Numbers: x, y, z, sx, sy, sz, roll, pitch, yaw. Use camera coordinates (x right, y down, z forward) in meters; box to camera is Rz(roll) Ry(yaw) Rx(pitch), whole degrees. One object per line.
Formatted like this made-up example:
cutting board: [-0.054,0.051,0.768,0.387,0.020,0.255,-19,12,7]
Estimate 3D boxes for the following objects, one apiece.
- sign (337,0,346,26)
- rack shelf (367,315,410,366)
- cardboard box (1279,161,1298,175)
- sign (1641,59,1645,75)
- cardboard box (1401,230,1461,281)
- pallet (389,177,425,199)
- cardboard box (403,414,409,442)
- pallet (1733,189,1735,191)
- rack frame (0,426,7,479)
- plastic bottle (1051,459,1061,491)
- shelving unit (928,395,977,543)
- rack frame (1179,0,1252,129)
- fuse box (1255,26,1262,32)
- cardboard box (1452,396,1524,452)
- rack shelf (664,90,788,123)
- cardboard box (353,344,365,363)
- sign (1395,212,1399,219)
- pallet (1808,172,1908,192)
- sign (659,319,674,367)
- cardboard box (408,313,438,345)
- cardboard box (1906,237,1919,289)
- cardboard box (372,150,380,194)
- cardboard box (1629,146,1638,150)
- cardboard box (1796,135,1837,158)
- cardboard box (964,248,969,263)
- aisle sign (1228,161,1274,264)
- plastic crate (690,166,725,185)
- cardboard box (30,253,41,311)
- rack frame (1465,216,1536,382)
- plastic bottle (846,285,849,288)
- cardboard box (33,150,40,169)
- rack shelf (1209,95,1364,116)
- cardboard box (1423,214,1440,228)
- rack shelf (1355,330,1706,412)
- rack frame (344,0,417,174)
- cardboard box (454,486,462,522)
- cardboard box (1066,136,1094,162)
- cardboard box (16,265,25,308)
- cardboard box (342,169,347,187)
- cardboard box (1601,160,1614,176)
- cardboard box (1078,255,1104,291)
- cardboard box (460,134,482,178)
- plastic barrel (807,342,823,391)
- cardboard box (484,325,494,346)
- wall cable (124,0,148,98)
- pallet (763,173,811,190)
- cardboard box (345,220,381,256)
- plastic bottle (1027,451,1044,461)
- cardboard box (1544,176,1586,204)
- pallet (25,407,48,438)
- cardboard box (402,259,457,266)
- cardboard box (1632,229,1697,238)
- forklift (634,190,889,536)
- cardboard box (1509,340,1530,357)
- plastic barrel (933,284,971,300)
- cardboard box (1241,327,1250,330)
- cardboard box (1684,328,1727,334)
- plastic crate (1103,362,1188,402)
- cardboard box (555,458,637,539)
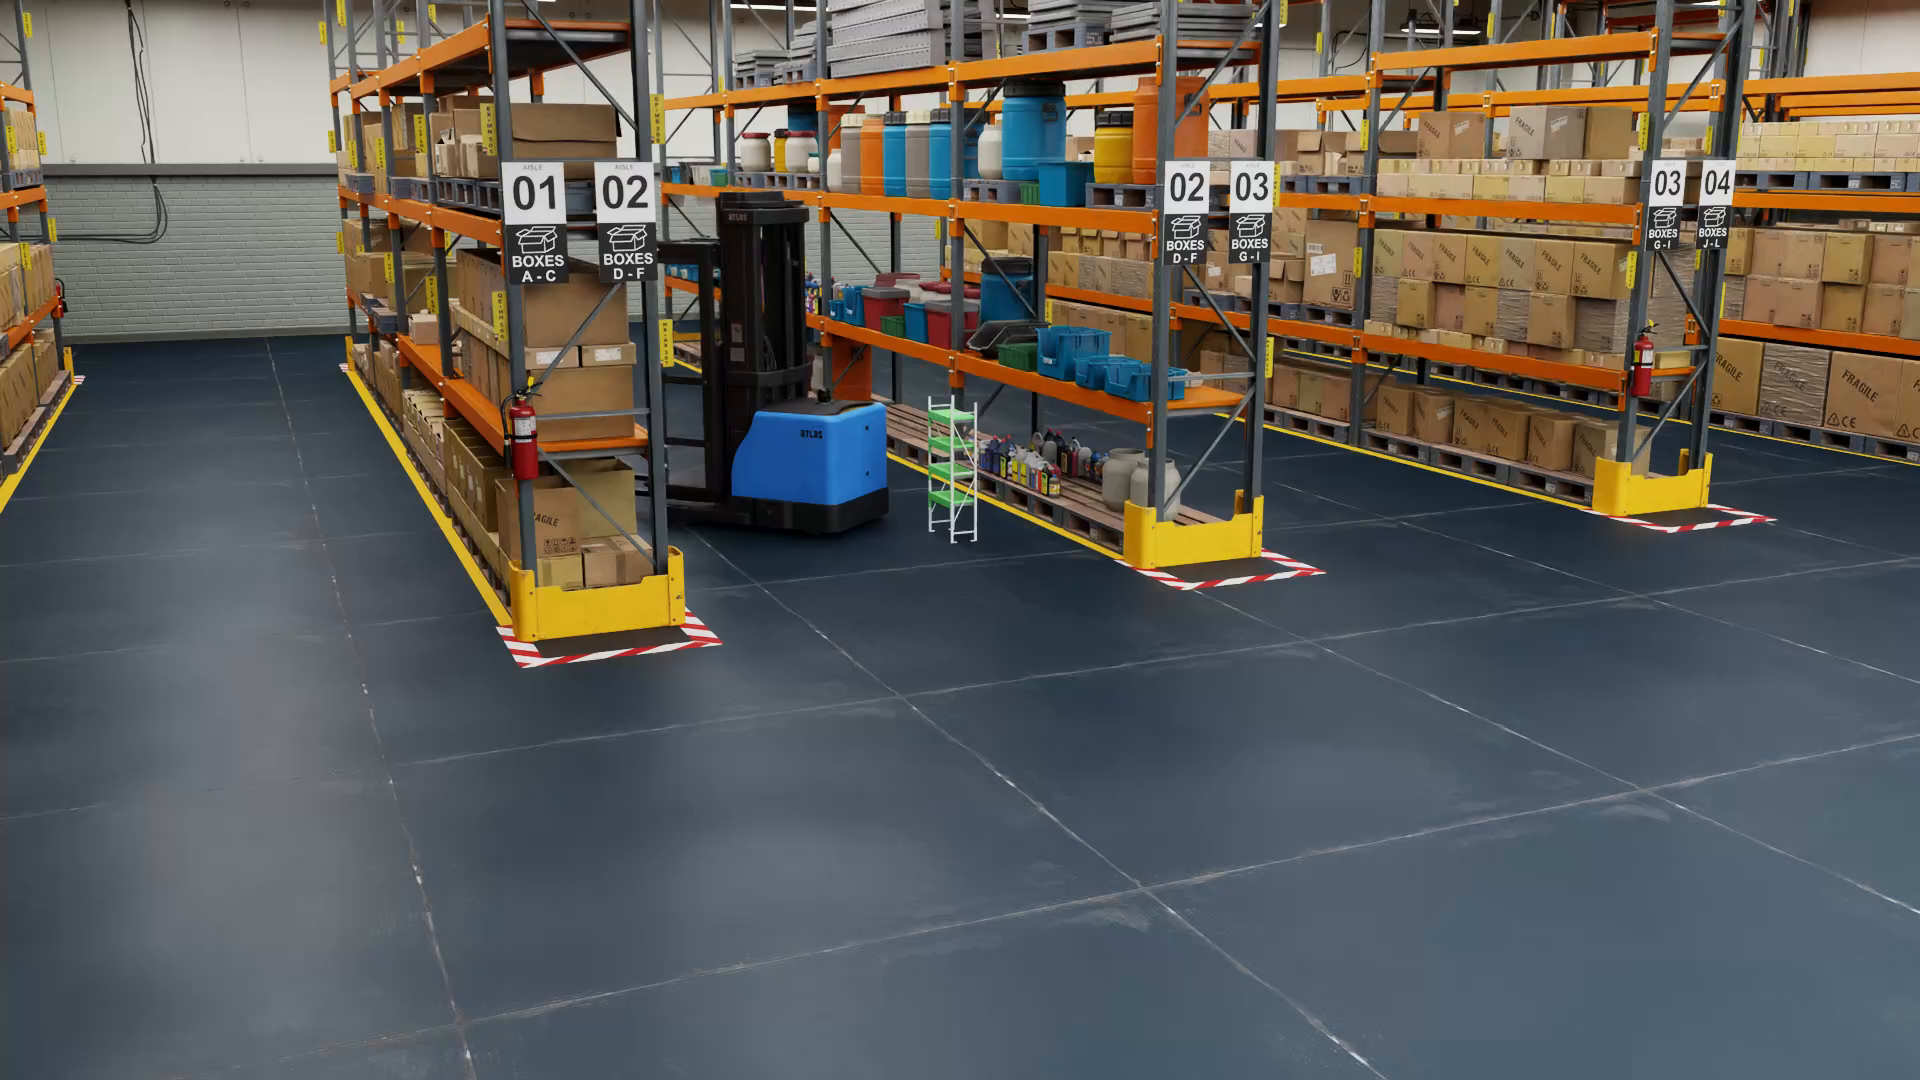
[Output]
sign: [-7.858,-6.704,21.131,0.100,0.325,0.005,-6,14,-23]
rack shelf: [-6.552,-2.569,20.413,1.077,0.370,4.000,-6,14,-23]
cardboard box: [4.087,-4.504,20.114,0.380,0.166,0.250,-6,14,-25]
sign: [14.266,-9.898,34.757,0.100,0.325,0.005,-6,14,-23]
cardboard box: [5.079,-3.036,17.734,0.500,0.500,0.500,-6,14,-23]
pallet: [-5.397,-3.744,17.659,1.213,0.211,1.003,-5,14,-20]
cardboard box: [-5.810,-1.237,18.227,0.500,0.250,0.500,-6,14,-23]
pallet: [9.102,-4.554,21.166,0.805,0.209,1.217,-6,14,-25]
rack frame: [-10.288,-2.058,16.610,1.000,3.000,0.127,-6,14,-23]
plastic bottle: [0.878,-0.595,15.338,0.061,0.283,0.133,-6,14,-23]
shelving unit: [-0.066,-0.619,14.382,0.258,1.200,0.503,-6,14,-23]
rack frame: [3.327,-6.323,21.733,1.000,3.000,0.127,-6,14,-23]
fuse box: [6.702,-11.564,37.282,0.513,0.334,0.176,-6,14,-23]
cardboard box: [5.610,-1.236,17.668,0.500,0.500,0.500,-7,15,-28]
rack shelf: [-3.614,-6.570,25.282,1.077,0.370,4.000,-6,14,-23]
cardboard box: [-8.797,-2.793,24.906,0.500,0.250,0.500,-6,14,-23]
sign: [8.692,-6.360,33.100,0.100,0.325,0.005,-6,14,-23]
pallet: [10.318,-3.998,18.534,1.003,0.211,1.213,-6,14,-23]
sign: [-2.035,-1.363,11.510,0.100,0.325,0.005,-6,14,-23]
cardboard box: [-5.570,-2.261,17.683,0.500,0.311,0.500,-6,14,-24]
cardboard box: [10.699,-2.959,17.776,0.875,0.550,0.550,-6,14,-23]
cardboard box: [-6.369,-4.316,19.493,0.910,0.500,0.500,-6,14,-23]
cardboard box: [8.611,-5.015,21.776,0.500,0.311,0.500,-6,14,-25]
cardboard box: [9.860,-4.453,18.825,0.500,0.250,0.500,-6,14,-24]
cardboard box: [0.282,-4.895,28.539,0.500,0.250,0.500,-6,14,-24]
aisle sign: [2.291,-2.578,13.092,0.394,0.787,0.004,-6,14,-23]
plastic crate: [-3.811,-5.524,25.194,0.437,0.282,0.530,-6,14,-23]
cardboard box: [-12.380,-3.295,21.291,0.980,0.700,0.700,-6,14,-24]
rack frame: [7.912,-3.827,24.255,1.000,3.000,0.127,-6,14,-23]
plastic bottle: [-1.480,-3.226,21.942,0.097,0.271,0.097,0,13,0]
cardboard box: [-12.956,-5.225,22.821,0.500,0.250,0.500,-5,14,-21]
rack shelf: [5.509,-7.638,29.016,1.077,0.370,4.000,-6,14,-23]
cardboard box: [9.348,-6.253,32.296,0.500,0.500,0.500,-6,14,-24]
rack shelf: [5.731,-1.810,17.134,1.077,0.370,4.000,-6,14,-23]
rack frame: [-7.353,-6.255,21.441,1.000,3.000,0.127,-6,14,-23]
cardboard box: [-4.045,-0.318,14.258,0.500,0.250,0.500,-6,14,-23]
cardboard box: [1.966,-5.822,25.069,0.700,0.500,0.500,-5,14,-22]
cardboard box: [-11.475,-3.015,19.820,0.500,0.500,0.500,-6,14,-24]
cardboard box: [-8.593,-5.211,23.912,0.500,0.250,0.500,-6,14,-23]
cardboard box: [6.138,-3.424,15.306,0.380,0.149,0.250,-6,14,-25]
cardboard box: [2.082,-3.951,24.565,0.500,0.500,0.500,-6,14,-24]
cardboard box: [-3.472,-2.873,12.435,0.500,0.311,0.500,-4,14,-16]
plastic barrel: [-1.875,-2.316,22.139,0.600,0.588,0.708,-6,14,-23]
cardboard box: [-3.497,-1.600,12.971,0.380,0.149,0.250,-6,14,-24]
wall cable: [-12.952,-9.027,29.100,3.097,2.526,0.112,-6,14,-23]
pallet: [-1.953,-4.762,22.057,1.003,0.211,1.213,-6,14,-23]
cardboard box: [-8.803,-4.472,24.601,0.500,0.500,0.500,-5,14,-22]
plastic bottle: [0.706,-0.701,15.813,0.152,0.276,0.135,-6,14,-23]
cardboard box: [5.903,-3.315,15.722,0.500,0.250,0.500,-6,14,-23]
pallet: [-11.513,-1.373,19.836,1.003,0.211,1.213,-6,14,-23]
cardboard box: [-6.298,-3.086,19.897,0.700,0.500,0.500,-3,13,-12]
cardboard box: [9.103,-3.745,21.459,0.700,0.500,0.500,-6,14,-24]
forklift: [-2.205,-1.666,15.066,3.031,2.935,1.130,6,14,25]
cardboard box: [5.713,-1.922,16.579,0.380,0.149,0.250,-6,14,-23]
plastic barrel: [-0.085,-2.562,18.485,0.433,0.535,0.433,0,13,0]
cardboard box: [5.256,-3.840,29.702,0.380,0.149,0.250,-6,14,-23]
cardboard box: [12.207,-3.615,27.118,0.875,0.875,0.875,-6,14,-23]
plastic crate: [1.519,-1.304,13.682,0.499,0.251,0.616,-6,14,-23]
cardboard box: [-2.759,-0.318,12.594,0.500,0.500,0.500,-6,14,-23]
